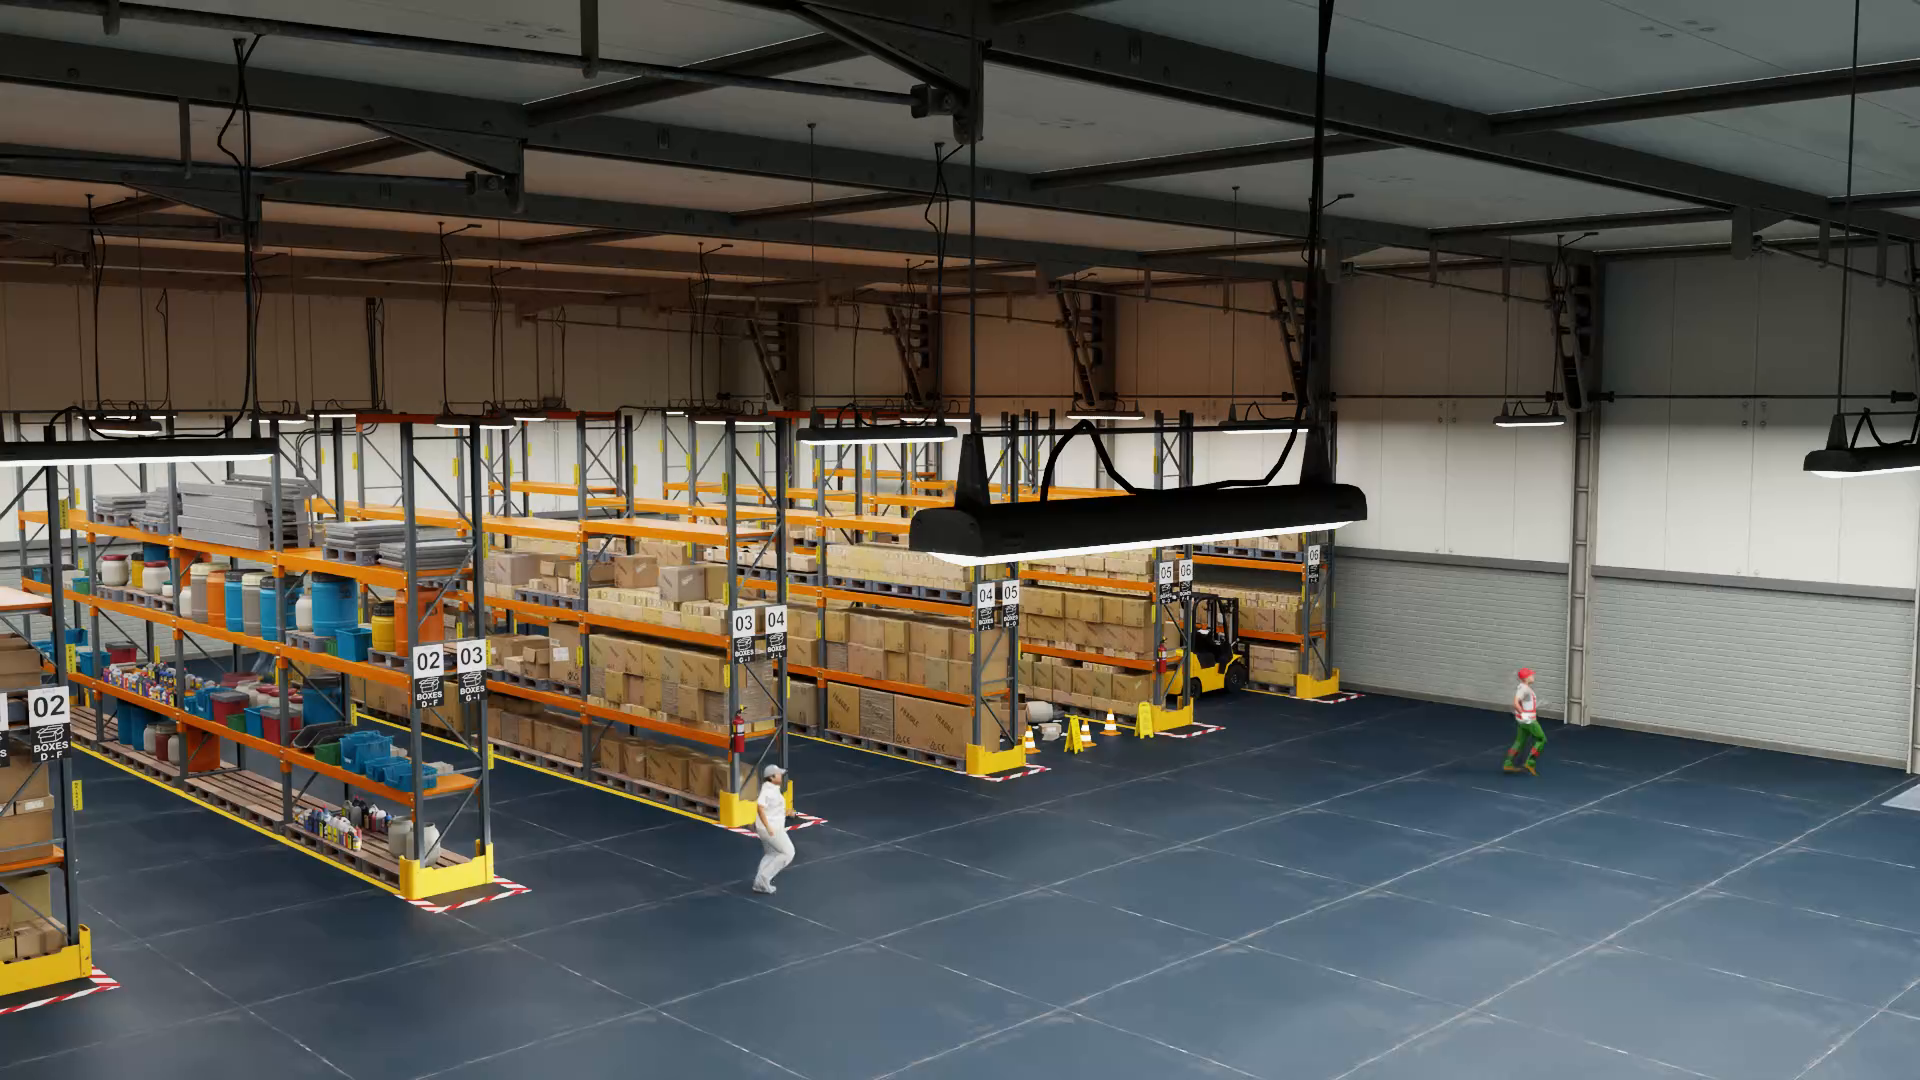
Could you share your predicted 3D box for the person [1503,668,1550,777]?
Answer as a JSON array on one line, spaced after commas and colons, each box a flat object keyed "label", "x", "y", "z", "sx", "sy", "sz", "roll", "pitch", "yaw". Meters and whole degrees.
[{"label": "person", "x": 9.451, "y": 3.036, "z": 27.690, "sx": 0.735, "sy": 1.817, "sz": 0.641, "roll": 0, "pitch": 5, "yaw": 4}]

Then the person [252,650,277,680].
[{"label": "person", "x": -15.379, "y": 2.263, "z": 36.828, "sx": 0.711, "sy": 1.767, "sz": 0.707, "roll": -4, "pitch": 6, "yaw": -39}]

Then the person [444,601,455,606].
[{"label": "person", "x": -11.780, "y": 2.217, "z": 38.119, "sx": 0.696, "sy": 1.623, "sz": 0.510, "roll": -2, "pitch": 5, "yaw": -24}]

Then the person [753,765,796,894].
[{"label": "person", "x": -2.361, "y": 3.673, "z": 21.207, "sx": 0.564, "sy": 1.632, "sz": 0.612, "roll": -1, "pitch": 5, "yaw": -15}]
